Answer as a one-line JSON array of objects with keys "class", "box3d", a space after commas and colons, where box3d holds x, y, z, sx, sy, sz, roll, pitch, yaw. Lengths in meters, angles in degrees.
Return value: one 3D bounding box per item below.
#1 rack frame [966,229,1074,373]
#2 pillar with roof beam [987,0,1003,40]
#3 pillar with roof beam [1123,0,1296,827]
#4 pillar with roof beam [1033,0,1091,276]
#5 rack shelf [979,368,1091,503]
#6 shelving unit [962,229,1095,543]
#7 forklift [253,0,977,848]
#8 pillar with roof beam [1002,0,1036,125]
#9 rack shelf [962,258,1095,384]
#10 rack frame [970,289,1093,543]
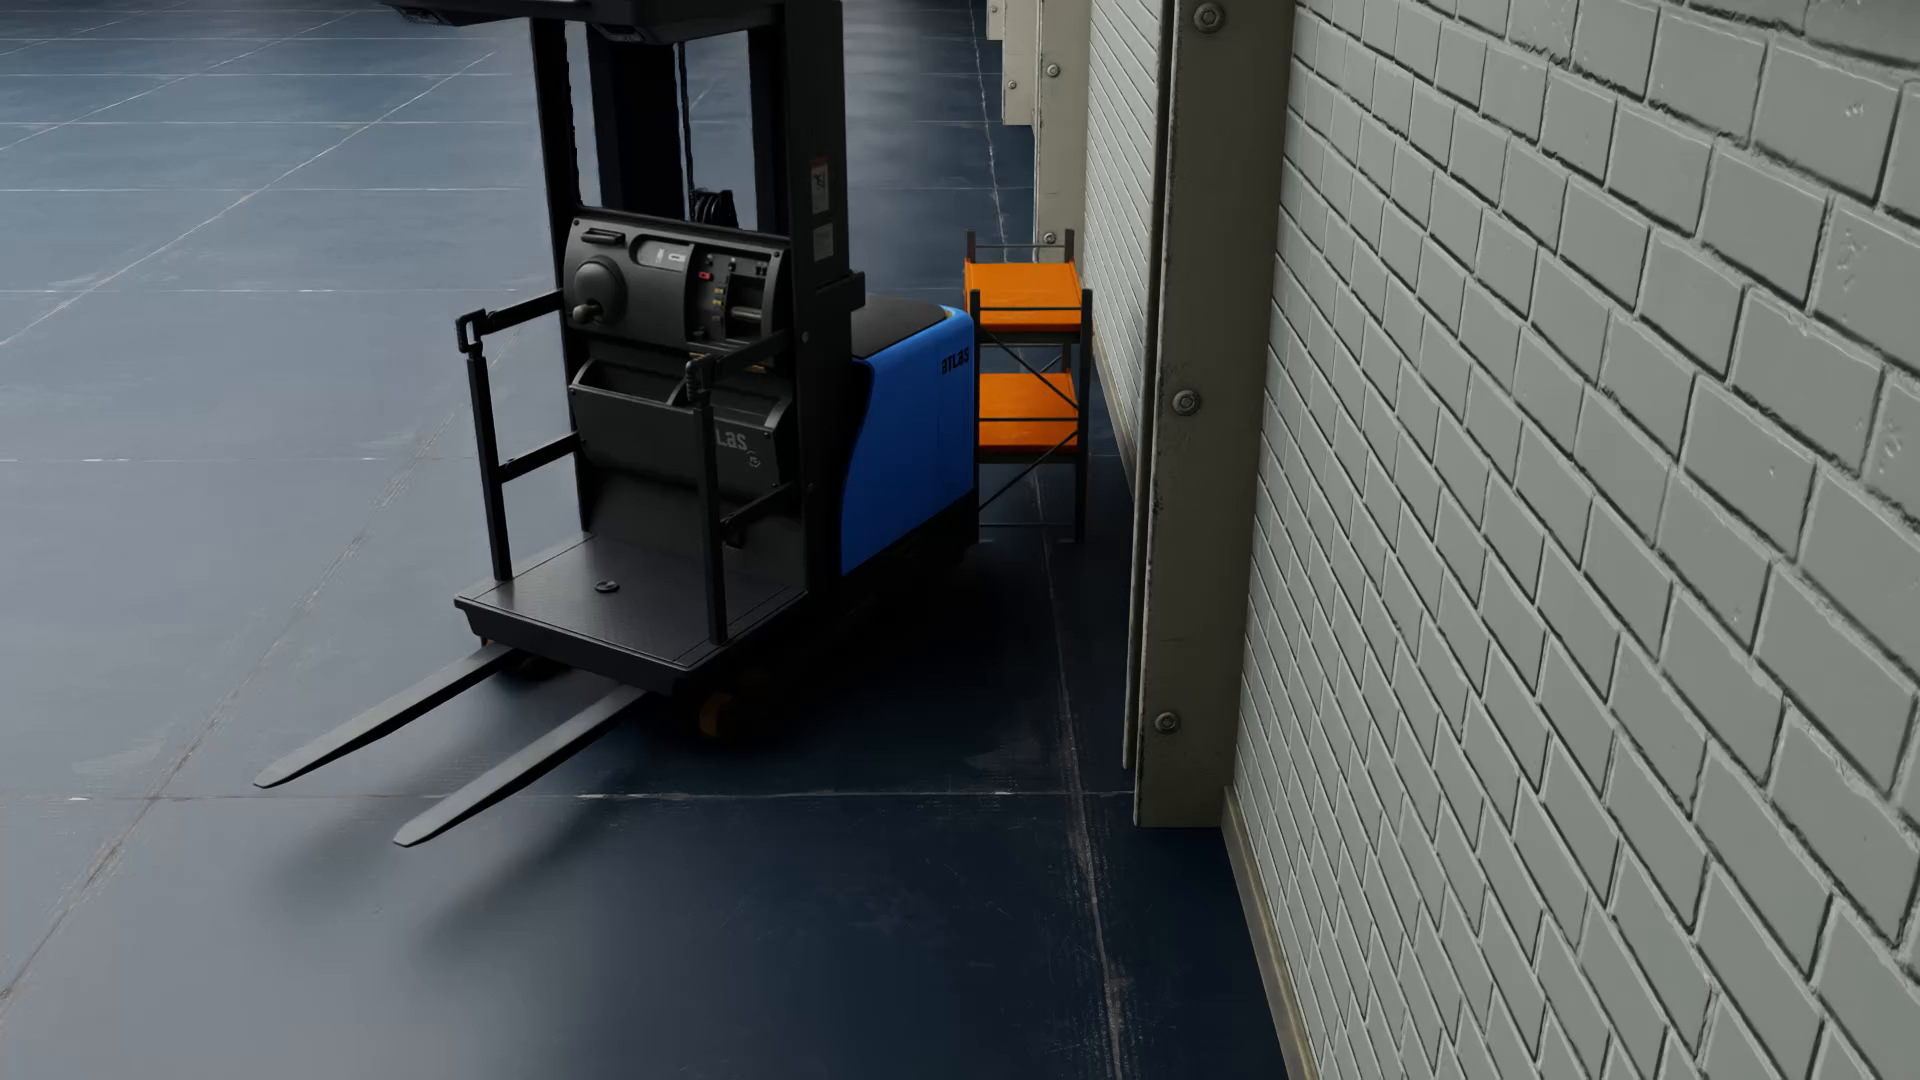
[{"class": "rack frame", "box3d": [0.279, -0.924, 7.928, 0.500, 1.125, 0.032, 0, 24, -1]}, {"class": "pillar with roof beam", "box3d": [-3.796, -10.675, 19.932, 9.100, 9.000, 0.400, 0, 24, -1]}, {"class": "pillar with roof beam", "box3d": [-3.600, -3.258, 3.533, 9.100, 9.000, 0.400, 0, 24, -1]}, {"class": "pillar with roof beam", "box3d": [-3.665, -5.730, 8.999, 9.100, 9.000, 0.400, 0, 24, -1]}, {"class": "rack shelf", "box3d": [0.284, -0.492, 7.566, 0.538, 0.278, 1.000, 0, 24, -1]}, {"class": "shelving unit", "box3d": [0.284, -0.715, 7.465, 0.538, 1.125, 1.048, 0, 24, -1]}, {"class": "forklift", "box3d": [-1.108, -0.861, 5.597, 1.130, 2.935, 3.031, 14, 28, 27]}, {"class": "pillar with roof beam", "box3d": [-3.731, -8.202, 14.466, 9.100, 9.000, 0.400, 0, 24, -1]}, {"class": "rack shelf", "box3d": [0.284, -0.981, 7.344, 0.538, 0.278, 1.000, 0, 24, -1]}, {"class": "rack frame", "box3d": [0.290, -0.505, 7.002, 0.500, 1.125, 0.032, 0, 24, -1]}]
